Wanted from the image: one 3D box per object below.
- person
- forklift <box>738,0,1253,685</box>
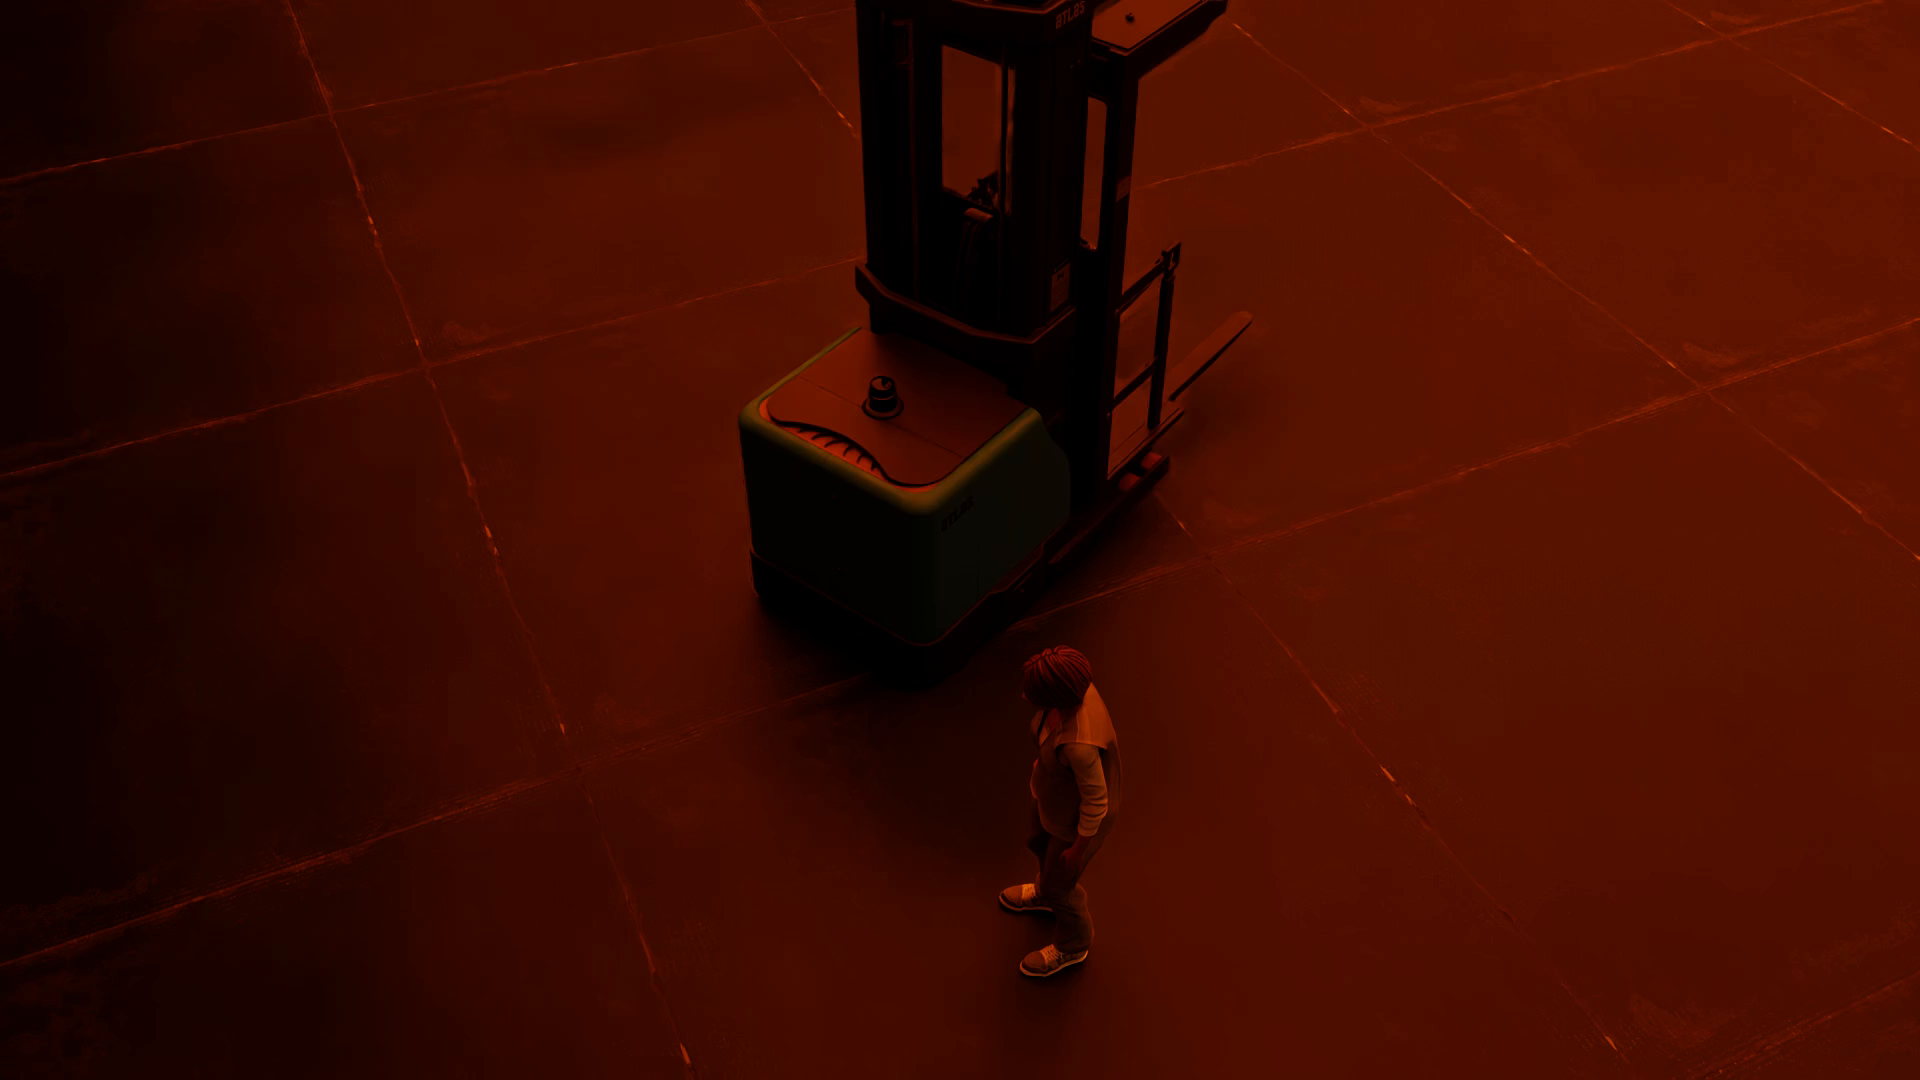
[{"bbox_3d":[0.355,0.910,5.689,0.349,1.590,0.470,-9,44,-9],"label":"person"},{"bbox_3d":[0.363,-1.413,7.194,1.130,2.935,3.031,28,50,26],"label":"forklift"}]
